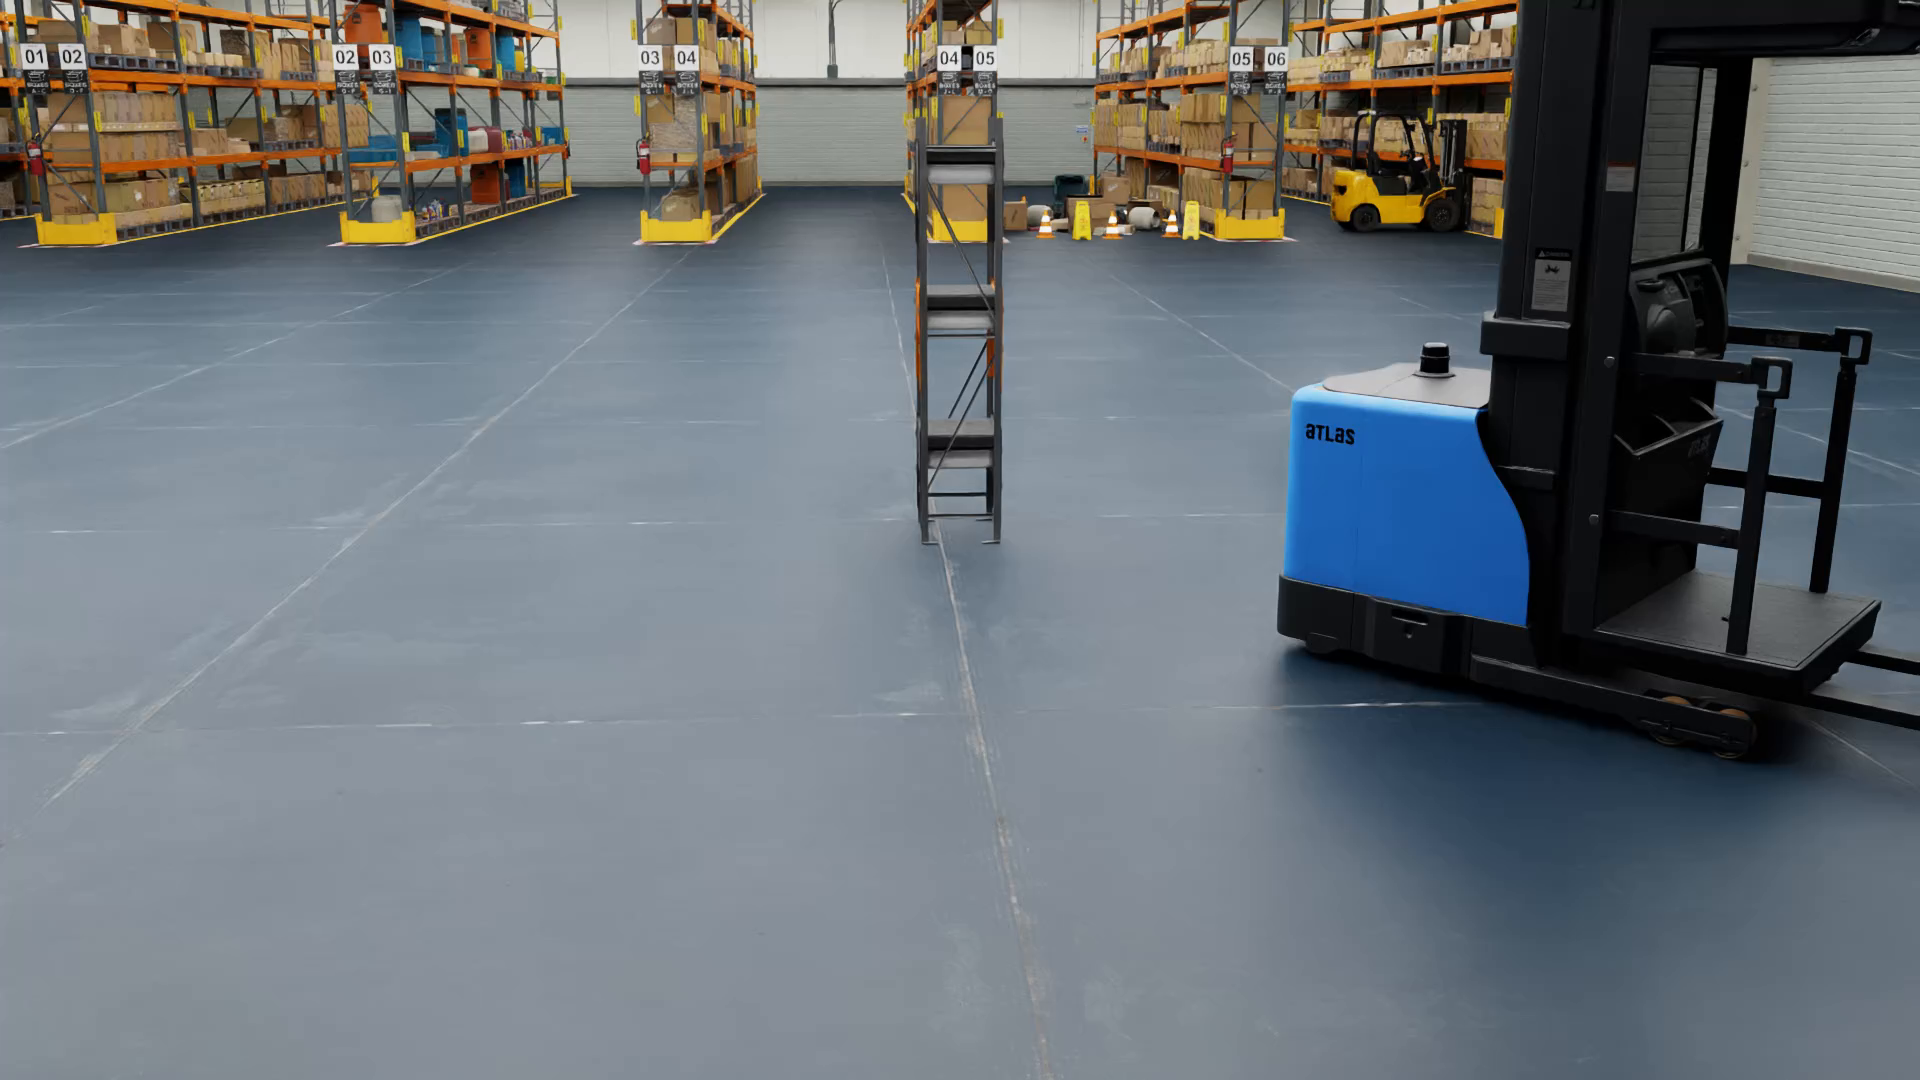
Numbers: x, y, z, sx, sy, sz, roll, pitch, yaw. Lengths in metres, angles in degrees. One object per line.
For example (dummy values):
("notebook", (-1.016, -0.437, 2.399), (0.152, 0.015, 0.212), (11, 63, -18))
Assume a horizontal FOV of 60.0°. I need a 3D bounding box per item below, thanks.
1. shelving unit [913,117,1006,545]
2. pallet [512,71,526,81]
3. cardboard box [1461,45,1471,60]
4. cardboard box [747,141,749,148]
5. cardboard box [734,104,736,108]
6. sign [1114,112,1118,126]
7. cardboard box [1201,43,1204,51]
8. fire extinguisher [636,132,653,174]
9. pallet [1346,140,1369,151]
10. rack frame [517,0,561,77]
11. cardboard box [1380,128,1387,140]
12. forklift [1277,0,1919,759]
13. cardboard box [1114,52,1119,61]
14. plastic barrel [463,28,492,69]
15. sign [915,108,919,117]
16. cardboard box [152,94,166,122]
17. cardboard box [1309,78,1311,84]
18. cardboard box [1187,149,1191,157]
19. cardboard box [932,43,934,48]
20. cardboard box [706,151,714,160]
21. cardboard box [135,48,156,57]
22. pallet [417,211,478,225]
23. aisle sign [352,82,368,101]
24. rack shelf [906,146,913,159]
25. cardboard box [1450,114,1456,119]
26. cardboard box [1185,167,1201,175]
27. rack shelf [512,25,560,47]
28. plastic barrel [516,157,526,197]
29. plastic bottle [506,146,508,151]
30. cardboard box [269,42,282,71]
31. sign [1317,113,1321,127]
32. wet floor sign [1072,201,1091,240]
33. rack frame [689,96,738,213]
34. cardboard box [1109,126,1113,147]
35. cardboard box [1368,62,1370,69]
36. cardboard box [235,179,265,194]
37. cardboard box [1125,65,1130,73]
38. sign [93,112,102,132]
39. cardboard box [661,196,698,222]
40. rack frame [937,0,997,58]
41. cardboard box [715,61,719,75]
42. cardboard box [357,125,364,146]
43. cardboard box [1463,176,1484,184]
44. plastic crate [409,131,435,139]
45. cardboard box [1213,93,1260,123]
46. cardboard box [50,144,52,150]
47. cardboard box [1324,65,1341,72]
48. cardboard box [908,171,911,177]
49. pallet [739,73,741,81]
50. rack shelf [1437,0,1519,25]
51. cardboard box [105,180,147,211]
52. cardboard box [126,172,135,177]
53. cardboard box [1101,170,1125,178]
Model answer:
("shelving unit", (-0.010, -1.058, 8.425), (0.431, 2.100, 0.503), (-1, 14, -3))
("pallet", (-10.306, -10.356, 37.117), (1.003, 0.211, 1.213), (-1, 14, -3))
("cardboard box", (9.548, -9.054, 30.900), (0.396, 0.266, 0.258), (-1, 14, -5))
("cardboard box", (-5.268, -9.504, 39.949), (0.380, 0.149, 0.250), (-1, 14, -3))
("cardboard box", (-5.449, -9.597, 37.594), (0.797, 0.503, 0.637), (0, 14, -2))
("sign", (3.755, -10.149, 40.054), (0.100, 0.325, 0.005), (-1, 14, -3))
("cardboard box", (4.634, -9.021, 30.452), (0.380, 0.149, 0.250), (-1, 14, -4))
("fire extinguisher", (-5.291, -6.490, 27.884), (0.296, 0.674, 0.183), (-1, 14, -3))
("pallet", (9.399, -8.857, 37.316), (1.213, 0.211, 1.003), (-1, 14, -3))
("rack frame", (-10.773, -13.371, 42.434), (1.000, 3.000, 0.127), (-1, 14, -3))
("cardboard box", (9.324, -8.714, 35.670), (0.500, 0.250, 0.500), (0, 14, -2))
("forklift", (2.736, -0.825, 5.850), (3.031, 2.935, 1.130), (12, 19, 40))
("cardboard box", (4.194, -11.789, 41.057), (0.797, 0.503, 0.637), (0, 14, 1))
("plastic barrel", (-10.310, -10.481, 35.518), (0.600, 0.830, 0.708), (-1, 14, -3))
("sign", (-0.918, -9.115, 35.769), (0.100, 0.325, 0.005), (-1, 14, -3))
("cardboard box", (-14.907, -7.846, 30.197), (0.700, 0.500, 0.500), (-1, 14, -4))
("cardboard box", (8.928, -11.449, 41.490), (0.380, 0.149, 0.250), (0, 14, -2))
("cardboard box", (4.572, -7.443, 31.940), (0.380, 0.149, 0.250), (0, 14, -2))
("cardboard box", (-0.221, -8.632, 28.696), (0.500, 0.250, 0.500), (-1, 14, -3))
("cardboard box", (-4.614, -6.890, 29.790), (0.380, 0.149, 0.250), (-1, 14, -3))
("cardboard box", (-14.626, -8.712, 29.727), (0.380, 0.149, 0.250), (-1, 14, -3))
("pallet", (-10.117, -6.325, 32.686), (1.003, 0.211, 1.213), (-1, 14, -3))
("aisle sign", (-15.416, -11.670, 42.648), (0.394, 0.787, 0.004), (-1, 14, -3))
("rack shelf", (-0.749, -9.747, 41.835), (1.077, 0.370, 4.000), (-1, 14, -3))
("cardboard box", (9.527, -8.018, 31.570), (0.380, 0.149, 0.250), (-1, 14, -2))
("cardboard box", (4.520, -7.077, 31.879), (0.380, 0.149, 0.250), (-1, 14, -3))
("rack shelf", (-10.649, -12.331, 40.640), (1.077, 0.370, 4.000), (-1, 14, -3))
("plastic barrel", (-10.509, -8.522, 38.997), (0.600, 0.901, 0.708), (-1, 14, -3))
("plastic bottle", (-9.973, -8.681, 36.480), (0.061, 0.283, 0.133), (-1, 14, -3))
("cardboard box", (-15.426, -10.690, 36.790), (0.600, 0.600, 0.600), (-1, 15, -6))
("sign", (8.722, -10.186, 40.360), (0.100, 0.325, 0.005), (-1, 14, -3))
("wet floor sign", (2.096, -5.497, 28.597), (0.267, 0.644, 0.232), (-3, 15, -13))
("rack frame", (-5.334, -8.552, 35.745), (1.000, 3.000, 0.127), (-1, 14, -3))
("cardboard box", (3.988, -9.988, 41.124), (0.500, 0.500, 0.500), (-1, 14, -5))
("cardboard box", (9.252, -10.505, 36.817), (0.380, 0.149, 0.250), (-1, 14, -5))
("cardboard box", (-14.943, -7.417, 34.884), (0.500, 0.311, 0.500), (-1, 14, -2))
("cardboard box", (4.038, -10.923, 38.565), (0.380, 0.166, 0.250), (-2, 15, -7))
("sign", (-14.172, -6.875, 27.332), (0.100, 0.325, 0.005), (-1, 14, -3))
("cardboard box", (-4.860, -5.711, 28.876), (0.500, 0.500, 0.500), (2, 15, 7))
("rack frame", (0.118, -9.519, 27.465), (1.000, 3.000, 0.127), (-1, 14, -3))
("cardboard box", (-4.797, -8.828, 31.099), (0.500, 0.250, 0.500), (0, 14, -1))
("cardboard box", (-15.382, -10.202, 41.957), (0.500, 0.500, 0.500), (-1, 14, -3))
("cardboard box", (9.564, -6.637, 30.971), (0.500, 0.250, 0.500), (-1, 14, -5))
("plastic crate", (-10.365, -7.628, 32.024), (0.402, 0.464, 0.583), (-1, 14, -3))
("cardboard box", (4.803, -7.516, 28.914), (0.700, 0.500, 0.500), (-1, 14, -5))
("cardboard box", (-20.062, -8.616, 36.457), (0.380, 0.149, 0.250), (-1, 14, -3))
("cardboard box", (8.866, -11.215, 39.536), (0.380, 0.149, 0.250), (-1, 14, -3))
("cardboard box", (-1.155, -9.437, 42.870), (0.380, 0.149, 0.250), (-1, 14, -4))
("pallet", (-5.476, -10.680, 38.379), (0.805, 0.209, 1.217), (-1, 15, -6))
("rack shelf", (9.883, -9.654, 30.234), (1.077, 0.370, 4.000), (-1, 14, -3))
("cardboard box", (-14.614, -6.031, 29.116), (0.500, 0.500, 0.500), (-1, 14, -3))
("cardboard box", (-20.385, -8.623, 40.194), (0.700, 0.500, 0.500), (-1, 14, -4))
("cardboard box", (4.202, -9.495, 43.708), (0.875, 0.438, 0.875), (-1, 14, -5))
